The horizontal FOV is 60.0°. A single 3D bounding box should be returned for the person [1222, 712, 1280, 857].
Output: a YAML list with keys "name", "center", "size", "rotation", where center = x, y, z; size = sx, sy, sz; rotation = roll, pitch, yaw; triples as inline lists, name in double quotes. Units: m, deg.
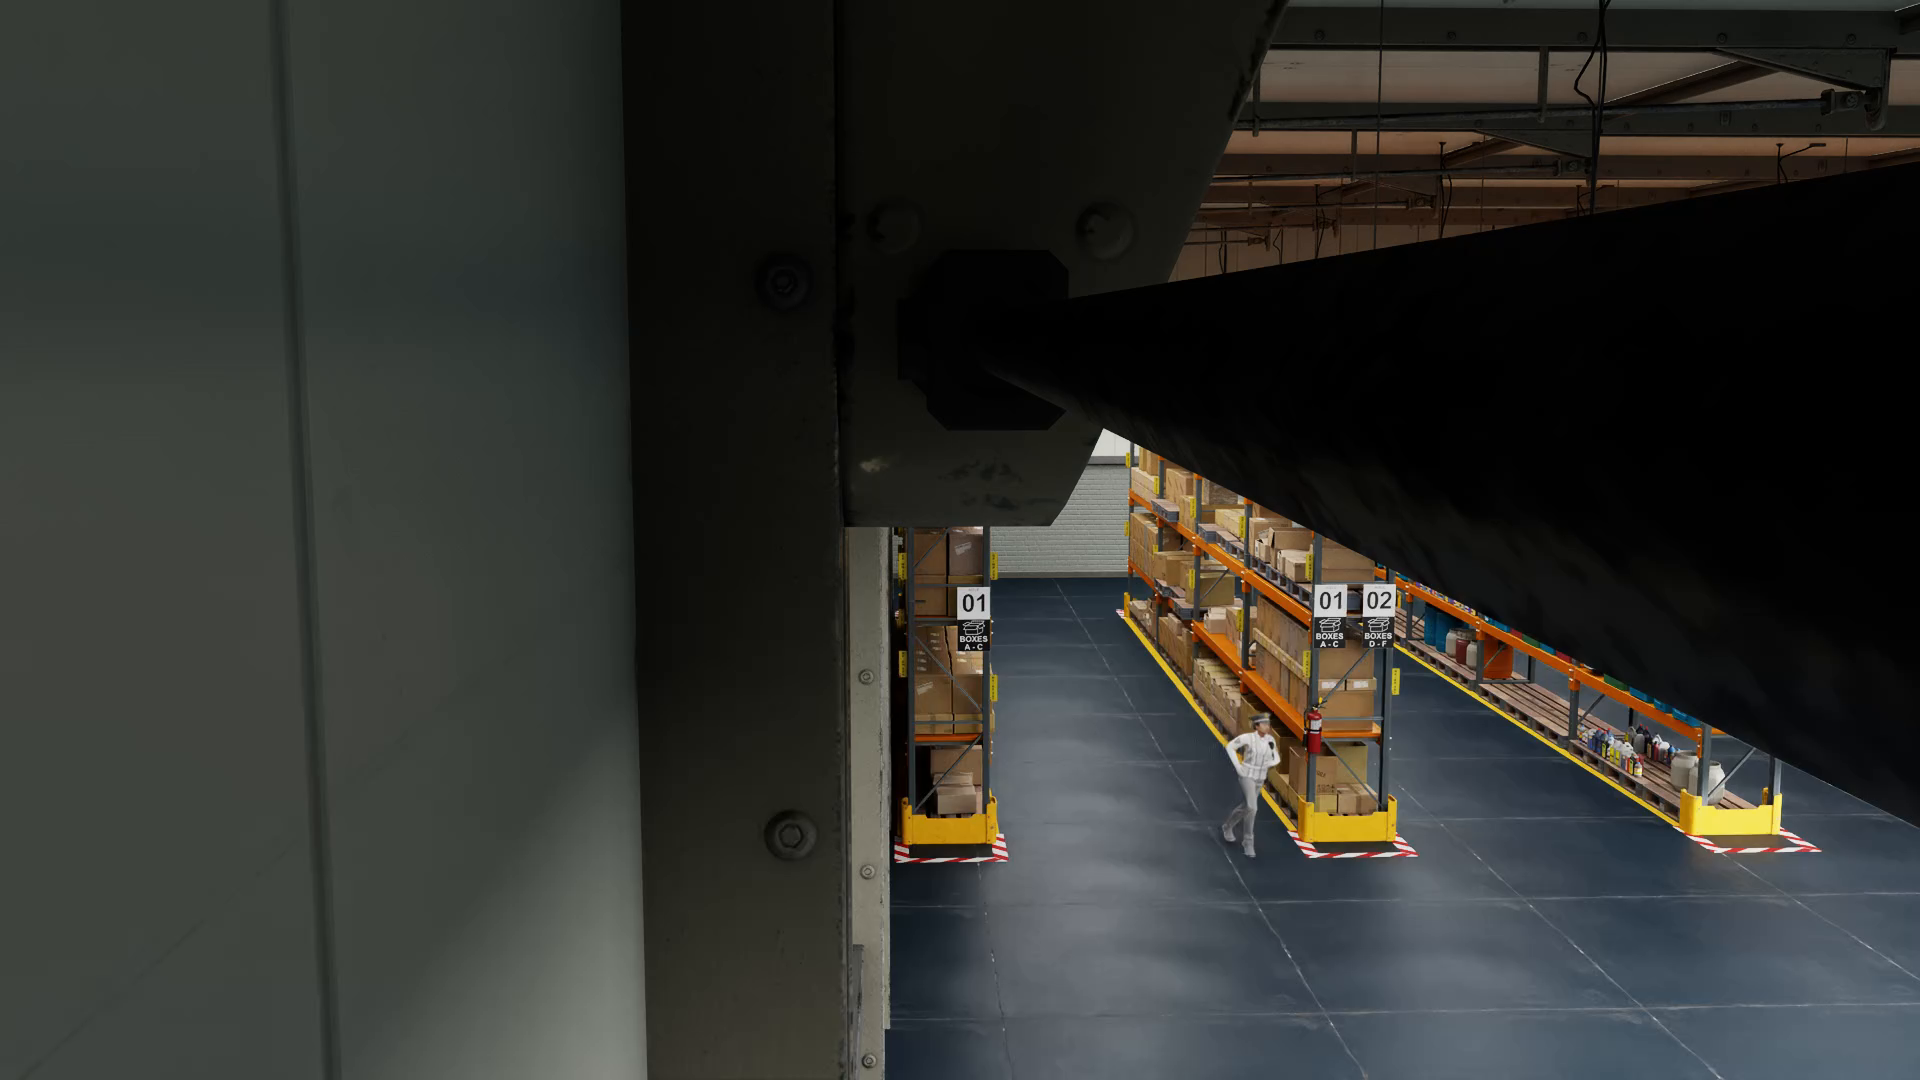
- name: "person"
  center: [3.567, 2.930, 20.293]
  size: [0.605, 1.741, 0.748]
  rotation: [-4, 8, -29]
